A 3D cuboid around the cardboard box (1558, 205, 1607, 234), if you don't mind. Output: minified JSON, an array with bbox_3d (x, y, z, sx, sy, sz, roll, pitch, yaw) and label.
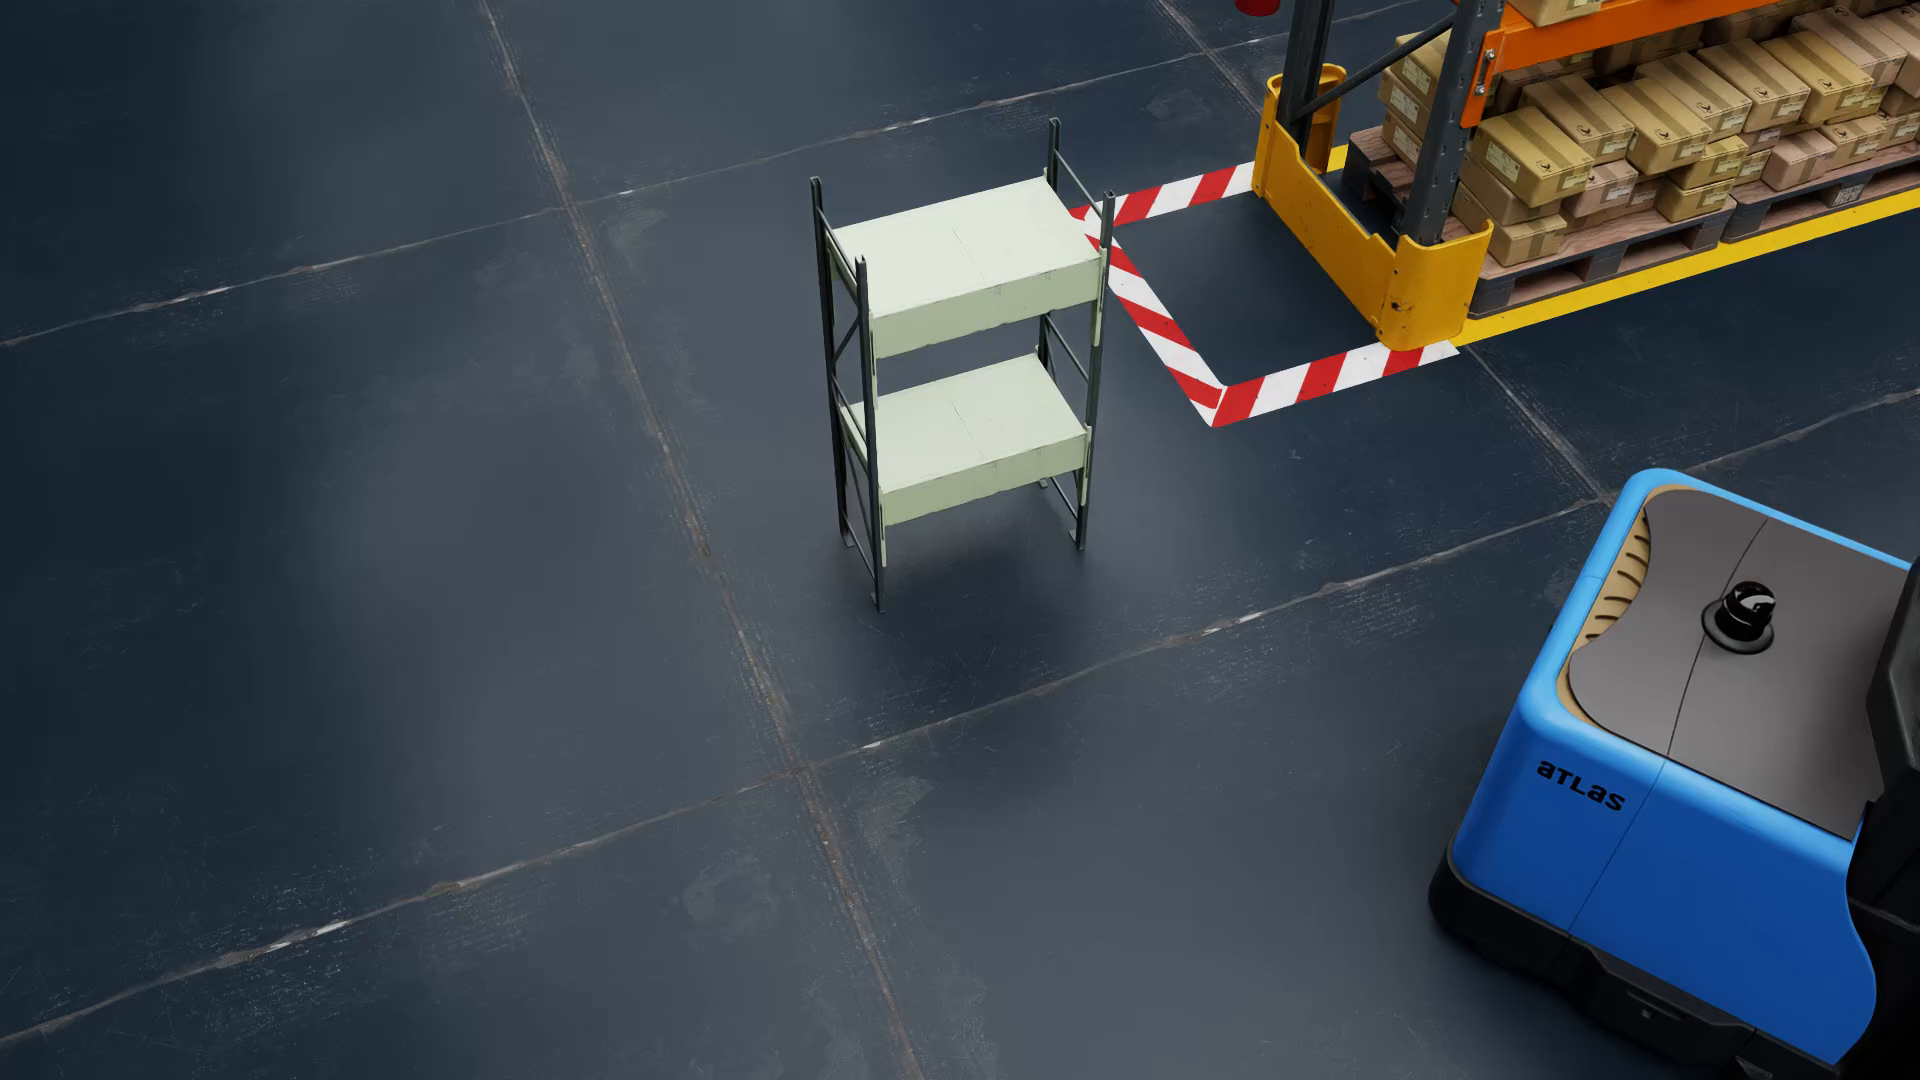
[{"bbox_3d":[2.338,-1.386,6.566,0.250,0.149,0.380,-17,52,-14],"label":"cardboard box"}]

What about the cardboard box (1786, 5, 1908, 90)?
[{"bbox_3d":[3.542,-1.965,6.670,0.250,0.149,0.380,-17,51,-14],"label":"cardboard box"}]

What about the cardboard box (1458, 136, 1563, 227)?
[{"bbox_3d":[2.103,-1.395,6.377,0.250,0.149,0.380,-15,51,-13],"label":"cardboard box"}]

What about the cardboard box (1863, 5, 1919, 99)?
[{"bbox_3d":[3.813,-1.959,6.665,0.250,0.149,0.380,-19,52,-16],"label":"cardboard box"}]

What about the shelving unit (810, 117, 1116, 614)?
[{"bbox_3d":[0.006,-0.491,5.183,0.755,1.500,0.431,-17,52,-14],"label":"shelving unit"}]

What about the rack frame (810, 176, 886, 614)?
[{"bbox_3d":[-0.333,-0.386,5.093,0.023,1.500,0.400,-17,52,-14],"label":"rack frame"}]

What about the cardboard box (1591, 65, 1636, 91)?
[{"bbox_3d":[2.670,-1.932,6.838,0.250,0.149,0.380,-18,52,-15],"label":"cardboard box"}]

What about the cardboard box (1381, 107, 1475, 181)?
[{"bbox_3d":[1.929,-1.626,6.771,0.250,0.149,0.380,-16,51,-14],"label":"cardboard box"}]

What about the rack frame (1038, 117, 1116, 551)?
[{"bbox_3d":[0.345,-0.596,5.273,0.023,1.500,0.400,-17,52,-14],"label":"rack frame"}]

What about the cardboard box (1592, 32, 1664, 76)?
[{"bbox_3d":[2.625,-2.077,6.767,0.250,0.149,0.380,-19,52,-16],"label":"cardboard box"}]

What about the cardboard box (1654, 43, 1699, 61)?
[{"bbox_3d":[2.857,-2.085,6.970,0.250,0.149,0.380,-17,51,-14],"label":"cardboard box"}]

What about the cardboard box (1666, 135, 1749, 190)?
[{"bbox_3d":[2.850,-1.564,6.522,0.250,0.149,0.380,-16,51,-13],"label":"cardboard box"}]

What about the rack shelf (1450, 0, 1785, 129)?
[{"bbox_3d":[3.372,-2.460,6.359,4.000,0.370,1.077,-17,52,-14],"label":"rack shelf"}]

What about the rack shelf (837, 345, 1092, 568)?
[{"bbox_3d":[0.006,-0.278,5.430,0.720,0.370,0.431,-17,52,-14],"label":"rack shelf"}]

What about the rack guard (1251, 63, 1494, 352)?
[{"bbox_3d":[1.591,-1.328,6.561,0.348,0.500,1.175,-17,52,-14],"label":"rack guard"}]

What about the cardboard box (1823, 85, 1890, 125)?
[{"bbox_3d":[3.549,-1.884,6.797,0.250,0.149,0.380,-15,51,-13],"label":"cardboard box"}]

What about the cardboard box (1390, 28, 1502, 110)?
[{"bbox_3d":[1.915,-1.852,6.573,0.250,0.149,0.380,-17,51,-14],"label":"cardboard box"}]

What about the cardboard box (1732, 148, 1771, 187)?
[{"bbox_3d":[3.044,-1.599,6.748,0.250,0.149,0.380,-17,51,-14],"label":"cardboard box"}]

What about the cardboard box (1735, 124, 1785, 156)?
[{"bbox_3d":[3.059,-1.707,6.645,0.250,0.149,0.380,-19,52,-16],"label":"cardboard box"}]

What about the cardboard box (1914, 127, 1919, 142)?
[{"bbox_3d":[4.032,-1.827,6.944,0.250,0.149,0.380,-17,52,-14],"label":"cardboard box"}]

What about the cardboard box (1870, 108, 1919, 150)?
[{"bbox_3d":[3.765,-1.799,6.920,0.250,0.149,0.380,-16,51,-14],"label":"cardboard box"}]

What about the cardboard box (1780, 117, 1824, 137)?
[{"bbox_3d":[3.295,-1.814,6.737,0.250,0.149,0.380,-15,51,-12],"label":"cardboard box"}]

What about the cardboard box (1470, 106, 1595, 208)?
[{"bbox_3d":[2.134,-1.434,6.214,0.250,0.149,0.380,-19,52,-16],"label":"cardboard box"}]

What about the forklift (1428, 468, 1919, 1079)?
[{"bbox_3d":[2.862,0.434,3.445,3.031,2.935,1.130,26,54,20],"label":"forklift"}]

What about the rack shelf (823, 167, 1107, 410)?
[{"bbox_3d":[0.006,-0.745,4.887,0.720,0.370,0.431,-17,52,-14],"label":"rack shelf"}]

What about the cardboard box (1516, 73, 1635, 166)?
[{"bbox_3d":[2.344,-1.597,6.355,0.250,0.149,0.380,-16,51,-14],"label":"cardboard box"}]

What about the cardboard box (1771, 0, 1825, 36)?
[{"bbox_3d":[3.370,-2.286,6.946,0.250,0.149,0.380,-17,51,-14],"label":"cardboard box"}]

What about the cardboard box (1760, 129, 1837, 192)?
[{"bbox_3d":[3.307,-1.609,6.757,0.250,0.149,0.380,-20,52,-16],"label":"cardboard box"}]

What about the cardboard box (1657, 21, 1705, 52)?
[{"bbox_3d":[2.853,-2.193,6.866,0.250,0.149,0.380,-15,51,-13],"label":"cardboard box"}]

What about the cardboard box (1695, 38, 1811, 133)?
[{"bbox_3d":[3.084,-1.782,6.513,0.250,0.149,0.380,-15,51,-13],"label":"cardboard box"}]

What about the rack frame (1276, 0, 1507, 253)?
[{"bbox_3d":[1.521,-2.120,5.594,0.127,3.000,1.000,-17,52,-14],"label":"rack frame"}]

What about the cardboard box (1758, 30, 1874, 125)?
[{"bbox_3d":[3.345,-1.825,6.550,0.250,0.149,0.380,-16,51,-14],"label":"cardboard box"}]

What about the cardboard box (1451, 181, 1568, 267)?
[{"bbox_3d":[2.127,-1.254,6.452,0.250,0.149,0.380,-16,51,-14],"label":"cardboard box"}]

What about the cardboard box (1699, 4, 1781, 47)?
[{"bbox_3d":[3.139,-2.191,6.864,0.250,0.149,0.380,-19,52,-15],"label":"cardboard box"}]

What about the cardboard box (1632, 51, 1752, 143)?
[{"bbox_3d":[2.824,-1.709,6.451,0.250,0.149,0.380,-20,52,-16],"label":"cardboard box"}]

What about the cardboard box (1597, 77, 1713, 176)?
[{"bbox_3d":[2.626,-1.580,6.340,0.250,0.149,0.380,-17,52,-14],"label":"cardboard box"}]

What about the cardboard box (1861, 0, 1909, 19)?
[{"bbox_3d":[3.841,-2.325,7.176,0.250,0.149,0.380,-15,51,-13],"label":"cardboard box"}]

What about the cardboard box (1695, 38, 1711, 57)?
[{"bbox_3d":[3.101,-2.145,7.022,0.250,0.149,0.380,-15,51,-12],"label":"cardboard box"}]

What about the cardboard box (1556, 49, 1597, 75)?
[{"bbox_3d":[2.361,-2.047,6.741,0.250,0.149,0.380,-18,52,-15],"label":"cardboard box"}]

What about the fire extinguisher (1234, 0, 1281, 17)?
[{"bbox_3d":[1.113,-2.225,5.981,0.183,0.674,0.296,-17,52,-14],"label":"fire extinguisher"}]

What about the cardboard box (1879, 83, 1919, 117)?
[{"bbox_3d":[3.812,-1.931,6.837,0.250,0.149,0.380,-19,52,-16],"label":"cardboard box"}]

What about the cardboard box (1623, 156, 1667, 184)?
[{"bbox_3d":[2.571,-1.566,6.524,0.250,0.149,0.380,-17,51,-14],"label":"cardboard box"}]

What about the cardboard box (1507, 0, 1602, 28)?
[{"bbox_3d":[1.945,-1.901,5.571,0.250,0.149,0.380,-18,52,-15],"label":"cardboard box"}]

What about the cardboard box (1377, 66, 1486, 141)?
[{"bbox_3d":[1.902,-1.777,6.705,0.250,0.149,0.380,-18,52,-15],"label":"cardboard box"}]

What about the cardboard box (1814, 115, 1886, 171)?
[{"bbox_3d":[3.554,-1.707,6.841,0.250,0.149,0.380,-17,52,-14],"label":"cardboard box"}]

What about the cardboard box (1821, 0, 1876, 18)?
[{"bbox_3d":[3.613,-2.329,6.983,0.250,0.149,0.380,-19,52,-16],"label":"cardboard box"}]

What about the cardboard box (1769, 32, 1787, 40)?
[{"bbox_3d":[3.345,-2.244,7.106,0.250,0.149,0.380,-17,51,-14],"label":"cardboard box"}]

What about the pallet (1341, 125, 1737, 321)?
[{"bbox_3d":[2.357,-1.442,6.849,1.213,0.211,1.003,-17,52,-14],"label":"pallet"}]

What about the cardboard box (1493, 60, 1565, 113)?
[{"bbox_3d":[2.170,-1.884,6.601,0.250,0.149,0.380,-16,51,-14],"label":"cardboard box"}]

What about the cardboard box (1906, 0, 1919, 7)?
[{"bbox_3d":[4.104,-2.387,7.229,0.250,0.149,0.380,-20,52,-16],"label":"cardboard box"}]

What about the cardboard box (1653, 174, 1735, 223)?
[{"bbox_3d":[2.844,-1.459,6.628,0.250,0.149,0.380,-17,51,-14],"label":"cardboard box"}]

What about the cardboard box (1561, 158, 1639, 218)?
[{"bbox_3d":[2.378,-1.434,6.411,0.250,0.149,0.380,-17,52,-14],"label":"cardboard box"}]

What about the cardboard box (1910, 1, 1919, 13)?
[{"bbox_3d":[4.058,-2.045,6.739,0.250,0.149,0.380,-20,52,-16],"label":"cardboard box"}]

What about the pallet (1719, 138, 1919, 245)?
[{"bbox_3d":[3.484,-1.789,7.147,1.213,0.211,1.003,-17,52,-14],"label":"pallet"}]

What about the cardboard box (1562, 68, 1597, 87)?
[{"bbox_3d":[2.382,-1.927,6.834,0.250,0.149,0.380,-19,52,-16],"label":"cardboard box"}]

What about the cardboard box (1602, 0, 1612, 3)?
[{"bbox_3d":[2.165,-2.003,5.659,0.250,0.149,0.380,-16,51,-13],"label":"cardboard box"}]

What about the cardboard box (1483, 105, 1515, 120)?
[{"bbox_3d":[2.164,-1.814,6.737,0.250,0.149,0.380,-18,52,-15],"label":"cardboard box"}]

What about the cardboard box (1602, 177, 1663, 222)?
[{"bbox_3d":[2.566,-1.462,6.631,0.250,0.149,0.380,-17,51,-14],"label":"cardboard box"}]
